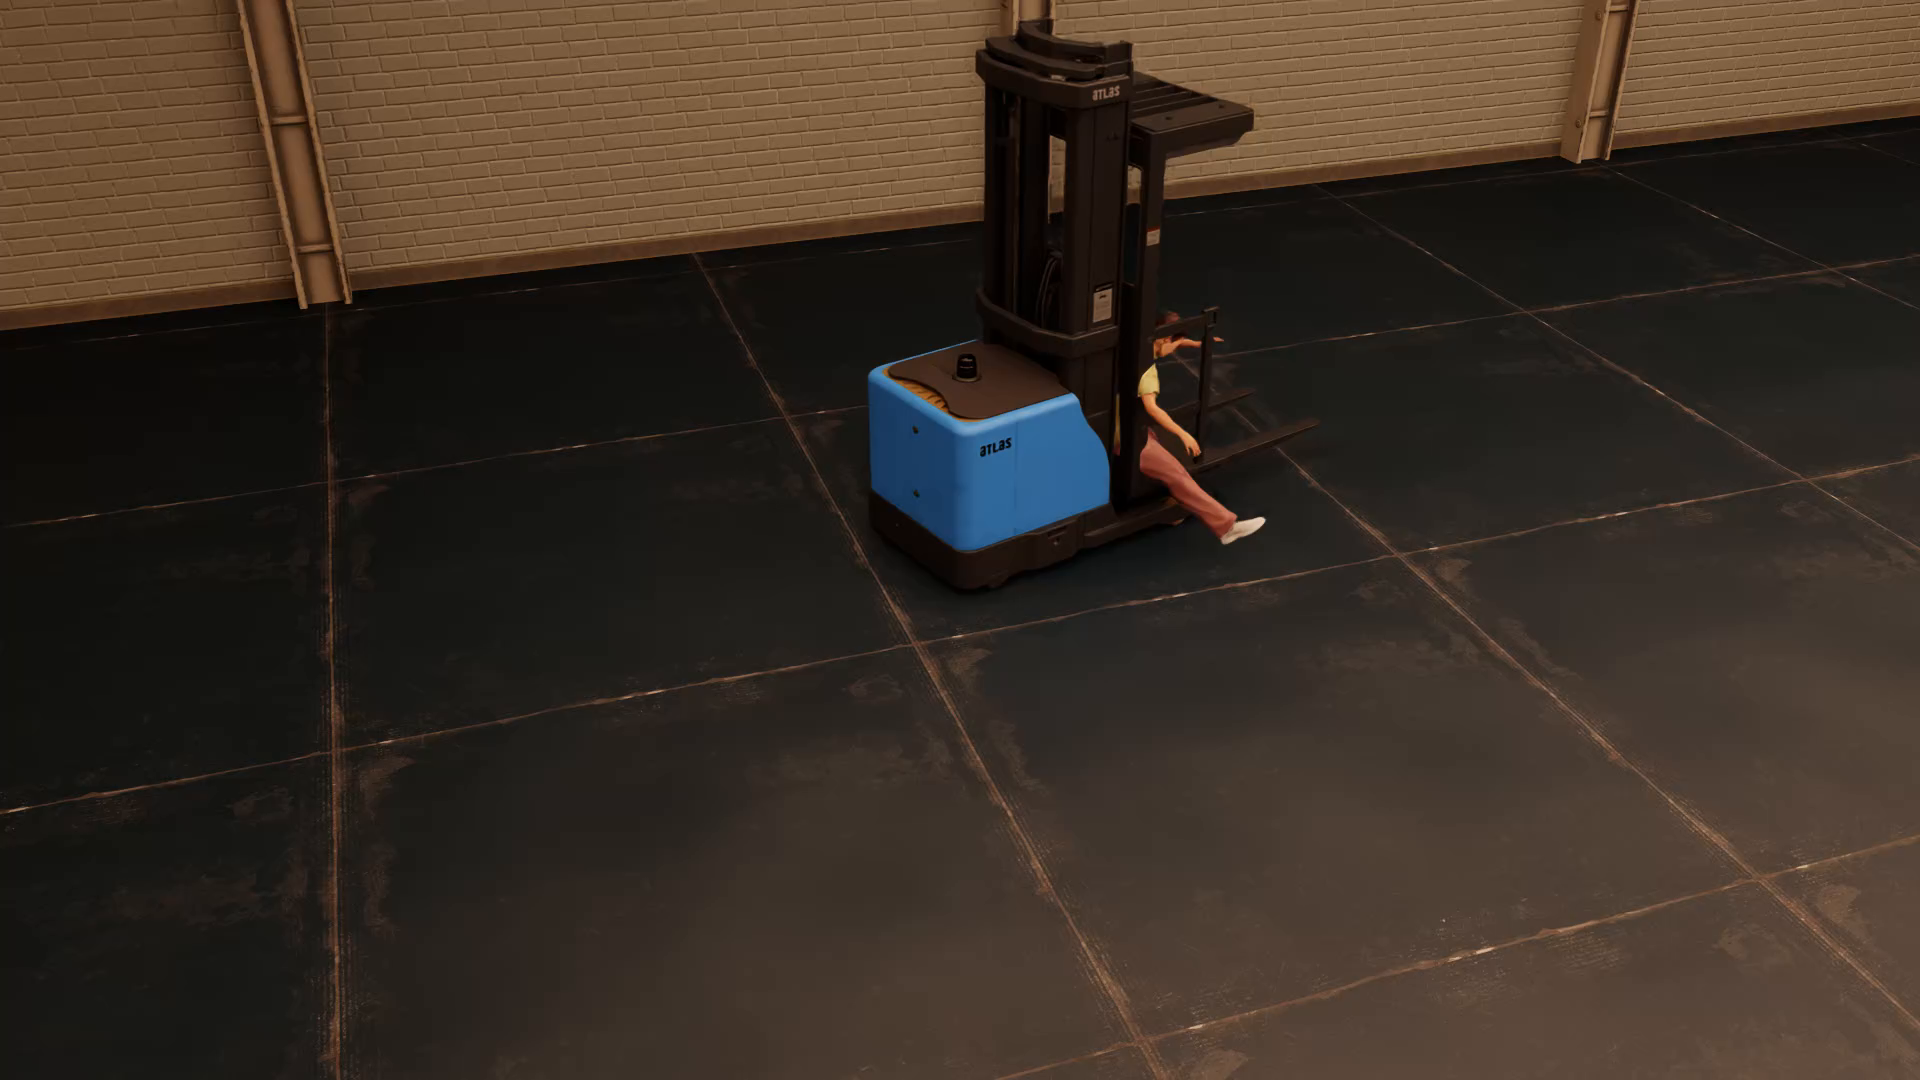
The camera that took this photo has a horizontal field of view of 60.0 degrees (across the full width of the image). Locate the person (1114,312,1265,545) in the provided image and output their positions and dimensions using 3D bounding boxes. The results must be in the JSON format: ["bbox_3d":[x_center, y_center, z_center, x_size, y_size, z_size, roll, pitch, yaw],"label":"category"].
[{"bbox_3d":[1.282,-0.701,9.883,1.104,1.347,1.001,4,30,7],"label":"person"}]

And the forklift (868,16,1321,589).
[{"bbox_3d":[0.950,-1.557,9.793,3.031,2.935,1.130,-19,35,-30],"label":"forklift"}]
